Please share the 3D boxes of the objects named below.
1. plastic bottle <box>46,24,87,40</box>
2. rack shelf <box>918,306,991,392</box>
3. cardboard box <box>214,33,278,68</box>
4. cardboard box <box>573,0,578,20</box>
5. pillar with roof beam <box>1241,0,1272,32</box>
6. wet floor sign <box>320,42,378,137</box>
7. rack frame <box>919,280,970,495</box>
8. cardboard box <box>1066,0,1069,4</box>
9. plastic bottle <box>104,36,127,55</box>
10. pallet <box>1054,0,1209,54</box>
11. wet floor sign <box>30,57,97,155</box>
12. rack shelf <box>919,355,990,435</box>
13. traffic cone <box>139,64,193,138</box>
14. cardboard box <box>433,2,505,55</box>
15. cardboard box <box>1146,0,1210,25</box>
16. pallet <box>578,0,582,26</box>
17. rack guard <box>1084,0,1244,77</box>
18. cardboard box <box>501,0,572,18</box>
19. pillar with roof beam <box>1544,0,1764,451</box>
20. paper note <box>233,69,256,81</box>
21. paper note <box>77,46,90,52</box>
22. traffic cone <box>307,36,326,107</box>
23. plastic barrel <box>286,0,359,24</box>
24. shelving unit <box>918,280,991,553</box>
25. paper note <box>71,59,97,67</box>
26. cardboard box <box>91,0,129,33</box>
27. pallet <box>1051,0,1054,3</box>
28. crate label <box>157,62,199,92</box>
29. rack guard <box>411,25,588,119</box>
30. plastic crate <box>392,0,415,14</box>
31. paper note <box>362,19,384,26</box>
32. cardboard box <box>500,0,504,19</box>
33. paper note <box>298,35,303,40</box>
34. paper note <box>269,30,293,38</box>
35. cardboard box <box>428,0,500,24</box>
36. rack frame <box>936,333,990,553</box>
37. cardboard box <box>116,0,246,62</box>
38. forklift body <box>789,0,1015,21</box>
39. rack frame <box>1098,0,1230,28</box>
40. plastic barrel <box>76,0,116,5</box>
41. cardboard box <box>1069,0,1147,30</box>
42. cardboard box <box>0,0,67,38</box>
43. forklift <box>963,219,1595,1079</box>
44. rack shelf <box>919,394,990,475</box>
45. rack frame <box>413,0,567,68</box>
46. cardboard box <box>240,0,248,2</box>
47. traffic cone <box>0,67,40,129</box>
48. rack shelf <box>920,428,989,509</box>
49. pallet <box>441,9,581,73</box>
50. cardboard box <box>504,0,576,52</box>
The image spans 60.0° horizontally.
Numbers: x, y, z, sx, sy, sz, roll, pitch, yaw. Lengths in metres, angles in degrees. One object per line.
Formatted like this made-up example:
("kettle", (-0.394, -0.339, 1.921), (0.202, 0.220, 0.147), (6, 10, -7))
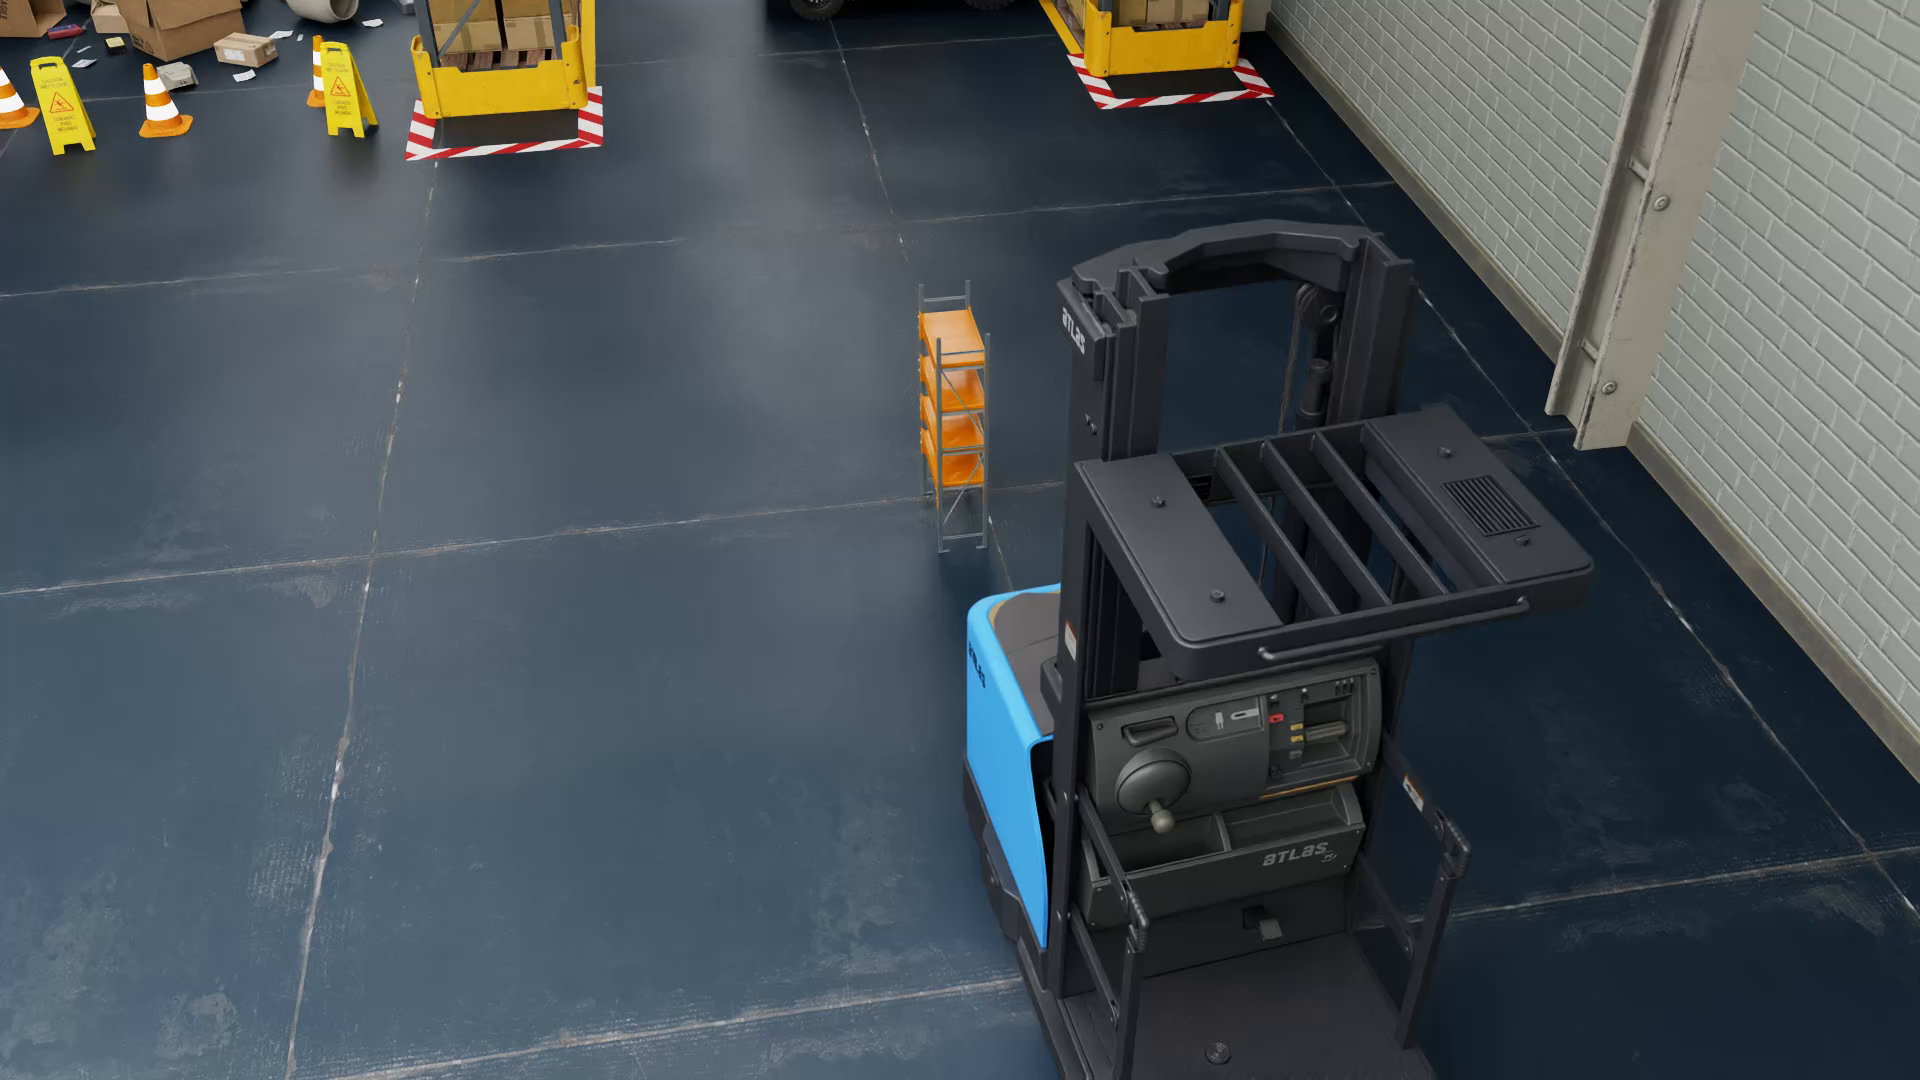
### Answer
("plastic bottle", (-7.175, -4.090, 13.365), (0.283, 0.061, 0.133), (-20, 42, -23))
("rack shelf", (-0.029, -0.884, 7.669), (0.258, 0.148, 0.480), (-6, 38, -8))
("cardboard box", (-5.553, -3.810, 12.933), (0.380, 0.149, 0.250), (13, 40, 16))
("cardboard box", (-3.286, -4.268, 13.098), (0.500, 0.250, 0.500), (-5, 38, -6))
("pillar with roof beam", (-1.921, -7.322, 10.240), (9.100, 9.000, 0.400), (-6, 38, -8))
("wet floor sign", (-4.355, -3.203, 11.746), (0.267, 0.644, 0.232), (6, 38, 8))
("rack frame", (-0.072, -0.721, 8.100), (0.240, 1.200, 0.015), (-6, 38, -8))
("cardboard box", (1.080, -4.530, 13.434), (0.500, 0.250, 0.500), (-6, 38, -8))
("plastic bottle", (-6.679, -3.916, 13.141), (0.133, 0.061, 0.283), (-20, 42, -23))
("pallet", (1.376, -4.255, 13.454), (1.003, 0.211, 1.213), (-6, 38, -8))
("wet floor sign", (-6.236, -3.035, 11.530), (0.267, 0.644, 0.232), (-13, 40, -16))
("rack shelf", (-0.029, -0.697, 7.815), (0.258, 0.148, 0.480), (-6, 38, -8))
("traffic cone", (-5.713, -3.157, 11.836), (0.336, 0.463, 0.334), (-6, 38, -8))
("cardboard box", (-3.745, -3.916, 12.645), (0.500, 0.250, 0.500), (-6, 38, -8))
("cardboard box", (1.658, -4.296, 13.134), (0.500, 0.250, 0.500), (-6, 38, -8))
("pallet", (-3.666, -4.537, 13.818), (1.003, 0.211, 1.213), (-6, 38, -8))
("rack guard", (1.556, -3.897, 12.758), (1.175, 0.500, 0.348), (-6, 38, -8))
("cardboard box", (-3.208, -4.270, 12.488), (0.500, 0.500, 0.500), (-7, 38, -9))
("pillar with roof beam", (-0.869, -3.698, 5.575), (9.100, 9.000, 0.400), (-6, 38, -8))
("paper note", (-5.460, -3.547, 12.690), (0.148, 0.019, 0.142), (-20, 42, -23))
("paper note", (-6.918, -3.874, 13.129), (0.032, 0.001, 0.123), (13, 40, 16))
("traffic cone", (-4.680, -3.481, 12.254), (0.336, 0.463, 0.334), (-6, 38, -8))
("plastic barrel", (-5.187, -4.430, 13.507), (0.512, 0.421, 0.421), (19, 42, 23))
("shelving unit", (-0.029, -0.574, 7.911), (0.258, 1.200, 0.503), (-6, 38, -8))
("paper note", (-6.786, -3.700, 12.889), (0.144, 0.017, 0.142), (6, 38, 8))
("cardboard box", (-6.777, -4.265, 13.423), (0.396, 0.266, 0.258), (0, 38, 0))
("pallet", (1.166, -4.990, 14.401), (1.003, 0.211, 1.213), (-6, 38, -8))
("crate label", (-5.912, -3.496, 12.539), (0.250, 0.136, 0.298), (-27, 45, -31))
("rack guard", (-3.348, -3.421, 12.146), (1.175, 0.500, 0.348), (-6, 38, -8))
("plastic crate", (-4.568, -4.589, 13.991), (0.402, 0.080, 0.583), (-20, 42, -23))
("paper note", (-4.787, -4.222, 13.559), (0.142, 0.019, 0.148), (-20, 42, -23))
("cardboard box", (-3.824, -4.215, 13.030), (0.500, 0.250, 0.500), (-6, 38, -8))
("paper note", (-5.286, -4.028, 13.326), (0.032, 0.001, 0.123), (-6, 38, -8))
("paper note", (-5.461, -4.071, 13.375), (0.148, 0.019, 0.142), (6, 38, 8))
("cardboard box", (-3.732, -4.194, 12.391), (0.500, 0.500, 0.500), (-6, 38, -8))
("rack frame", (0.014, -0.426, 7.721), (0.240, 1.200, 0.015), (-6, 38, -8))
("cardboard box", (-6.135, -4.165, 13.101), (0.637, 0.503, 0.797), (27, 45, 30))
("forklift body", (-0.577, -5.512, 13.492), (2.313, 2.155, 1.214), (-6, 38, -8))
("rack frame", (1.552, -4.898, 12.010), (1.000, 3.000, 0.127), (-6, 38, -8))
("plastic barrel", (-7.182, -4.647, 13.787), (0.512, 0.421, 0.421), (19, 42, 23))
("cardboard box", (1.158, -4.228, 13.046), (0.500, 0.250, 0.500), (-6, 38, -8))
("cardboard box", (-7.609, -4.371, 13.367), (0.500, 0.500, 0.500), (0, 38, 0))
("forklift", (0.901, 0.698, 4.863), (1.130, 2.935, 3.031), (-10, 39, -12))
("rack shelf", (-0.029, -0.521, 7.952), (0.258, 0.148, 0.480), (-6, 38, -8))
("rack frame", (-3.334, -4.362, 11.320), (1.000, 3.000, 0.127), (-6, 38, -8))
("cardboard box", (-6.307, -4.783, 13.785), (0.797, 0.637, 0.503), (-6, 38, -8))
("traffic cone", (-6.885, -3.241, 11.944), (0.336, 0.463, 0.334), (-6, 38, -8))
("rack shelf", (-0.029, -0.364, 8.074), (0.258, 0.148, 0.480), (-6, 38, -8))
("pallet", (-3.455, -3.801, 12.871), (1.003, 0.211, 1.213), (-6, 38, -8))
("cardboard box", (-3.204, -3.959, 12.700), (0.500, 0.250, 0.500), (-7, 38, -8))
